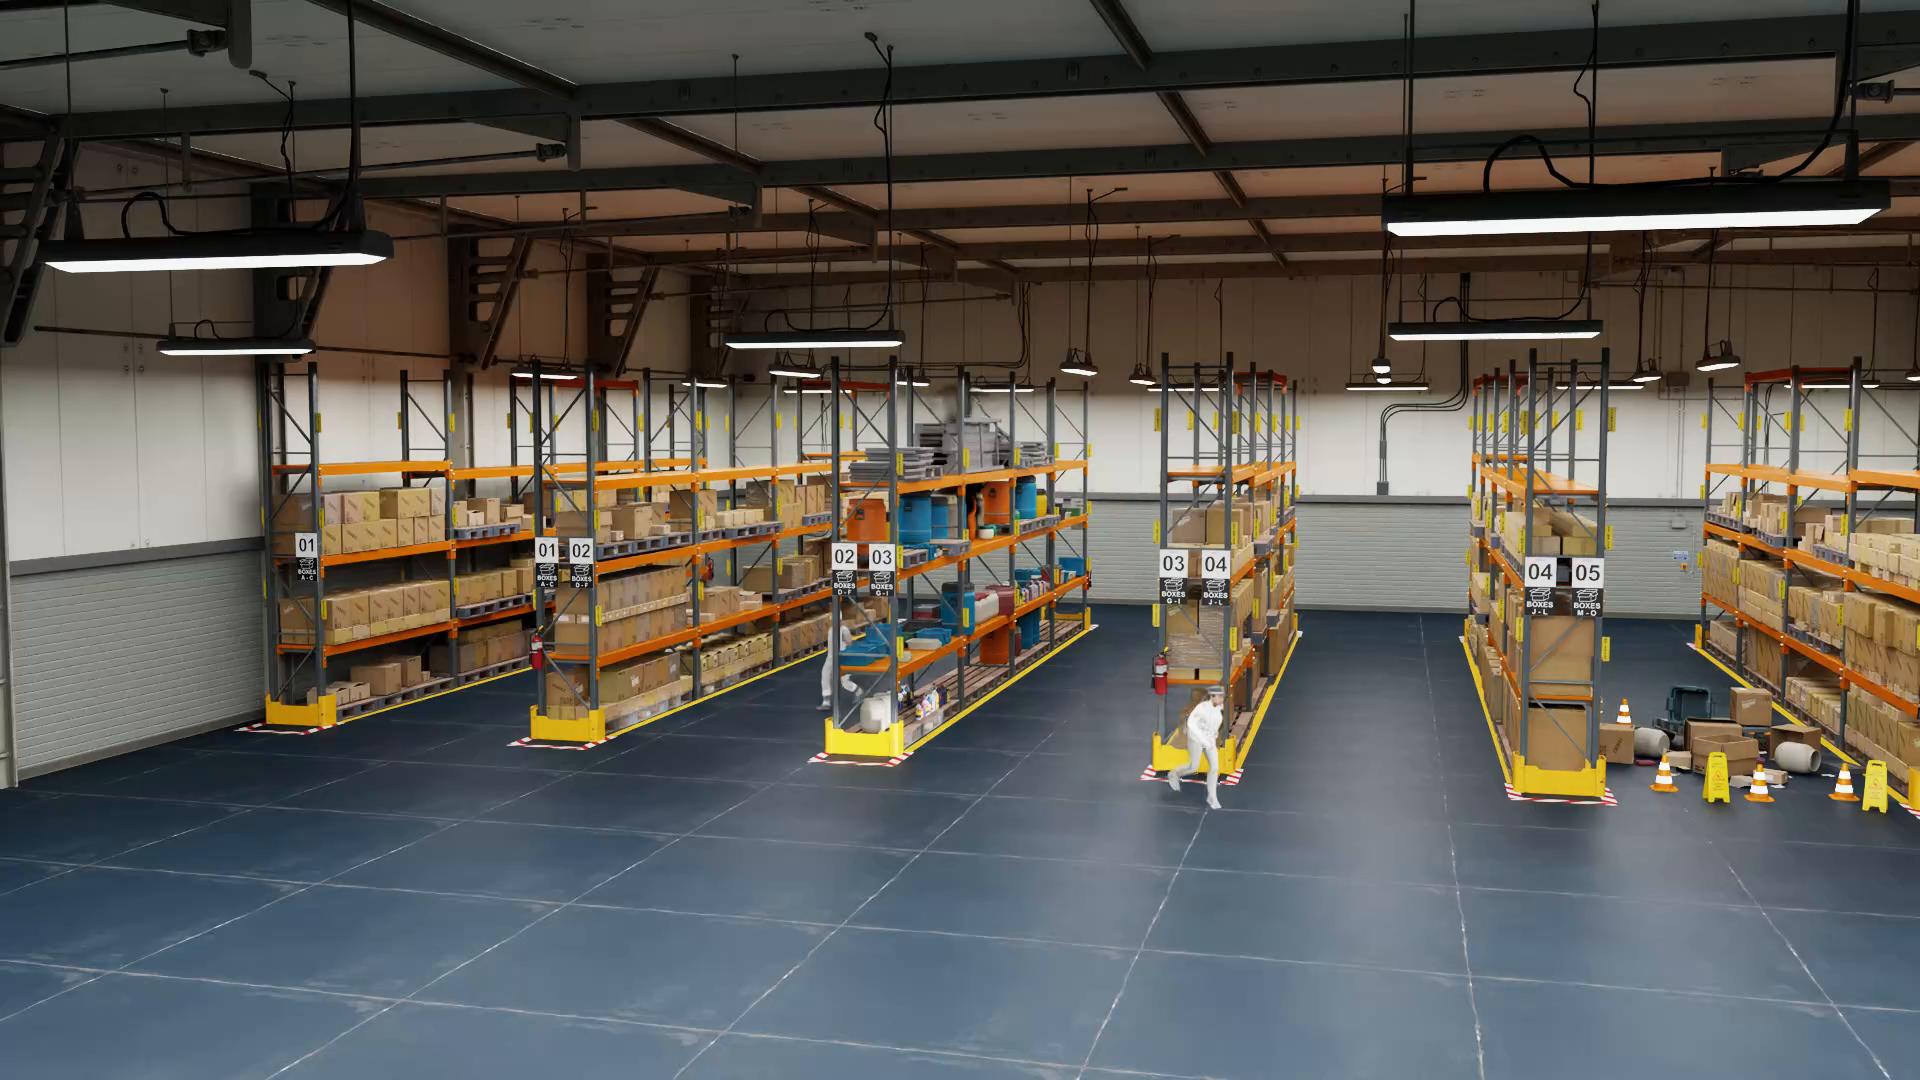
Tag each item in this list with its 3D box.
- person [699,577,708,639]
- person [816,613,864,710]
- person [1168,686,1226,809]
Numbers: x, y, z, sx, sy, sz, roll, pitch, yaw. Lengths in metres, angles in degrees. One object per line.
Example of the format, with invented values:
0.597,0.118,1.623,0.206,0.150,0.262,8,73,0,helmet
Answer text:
-5.749,1.605,36.890,0.511,1.568,0.636,1,4,19,person
-2.103,2.085,28.993,0.642,1.737,0.936,3,5,38,person
3.130,2.681,21.943,0.642,1.630,0.961,-4,5,-42,person
